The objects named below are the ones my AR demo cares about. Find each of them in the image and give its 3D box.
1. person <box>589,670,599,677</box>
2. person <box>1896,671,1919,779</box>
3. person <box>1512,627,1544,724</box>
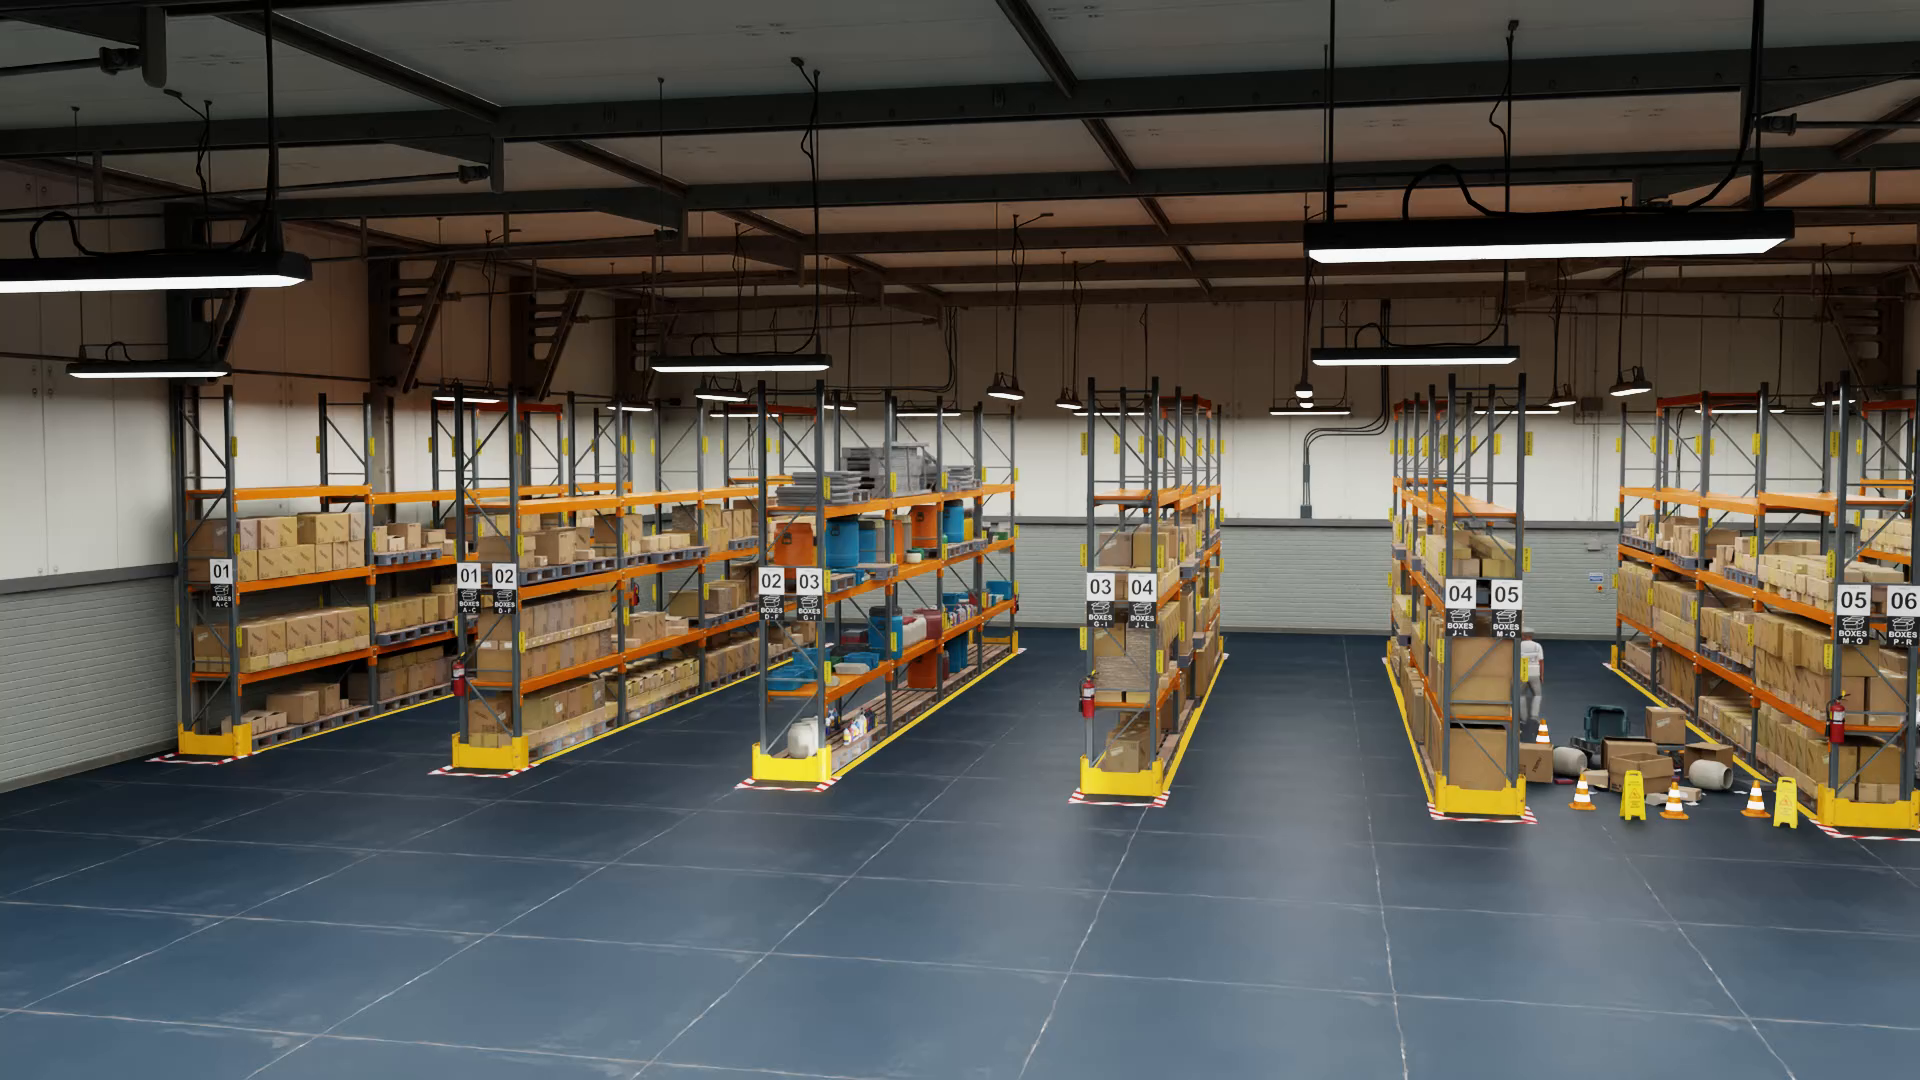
[{"bbox_3d":[-7.510,2.282,33.154,0.599,1.715,0.494,1,3,20],"label":"person"},{"bbox_3d":[14.501,2.803,25.308,0.539,1.578,0.678,1,3,14],"label":"person"},{"bbox_3d":[10.230,2.452,29.946,0.573,1.757,0.565,1,3,11],"label":"person"}]
